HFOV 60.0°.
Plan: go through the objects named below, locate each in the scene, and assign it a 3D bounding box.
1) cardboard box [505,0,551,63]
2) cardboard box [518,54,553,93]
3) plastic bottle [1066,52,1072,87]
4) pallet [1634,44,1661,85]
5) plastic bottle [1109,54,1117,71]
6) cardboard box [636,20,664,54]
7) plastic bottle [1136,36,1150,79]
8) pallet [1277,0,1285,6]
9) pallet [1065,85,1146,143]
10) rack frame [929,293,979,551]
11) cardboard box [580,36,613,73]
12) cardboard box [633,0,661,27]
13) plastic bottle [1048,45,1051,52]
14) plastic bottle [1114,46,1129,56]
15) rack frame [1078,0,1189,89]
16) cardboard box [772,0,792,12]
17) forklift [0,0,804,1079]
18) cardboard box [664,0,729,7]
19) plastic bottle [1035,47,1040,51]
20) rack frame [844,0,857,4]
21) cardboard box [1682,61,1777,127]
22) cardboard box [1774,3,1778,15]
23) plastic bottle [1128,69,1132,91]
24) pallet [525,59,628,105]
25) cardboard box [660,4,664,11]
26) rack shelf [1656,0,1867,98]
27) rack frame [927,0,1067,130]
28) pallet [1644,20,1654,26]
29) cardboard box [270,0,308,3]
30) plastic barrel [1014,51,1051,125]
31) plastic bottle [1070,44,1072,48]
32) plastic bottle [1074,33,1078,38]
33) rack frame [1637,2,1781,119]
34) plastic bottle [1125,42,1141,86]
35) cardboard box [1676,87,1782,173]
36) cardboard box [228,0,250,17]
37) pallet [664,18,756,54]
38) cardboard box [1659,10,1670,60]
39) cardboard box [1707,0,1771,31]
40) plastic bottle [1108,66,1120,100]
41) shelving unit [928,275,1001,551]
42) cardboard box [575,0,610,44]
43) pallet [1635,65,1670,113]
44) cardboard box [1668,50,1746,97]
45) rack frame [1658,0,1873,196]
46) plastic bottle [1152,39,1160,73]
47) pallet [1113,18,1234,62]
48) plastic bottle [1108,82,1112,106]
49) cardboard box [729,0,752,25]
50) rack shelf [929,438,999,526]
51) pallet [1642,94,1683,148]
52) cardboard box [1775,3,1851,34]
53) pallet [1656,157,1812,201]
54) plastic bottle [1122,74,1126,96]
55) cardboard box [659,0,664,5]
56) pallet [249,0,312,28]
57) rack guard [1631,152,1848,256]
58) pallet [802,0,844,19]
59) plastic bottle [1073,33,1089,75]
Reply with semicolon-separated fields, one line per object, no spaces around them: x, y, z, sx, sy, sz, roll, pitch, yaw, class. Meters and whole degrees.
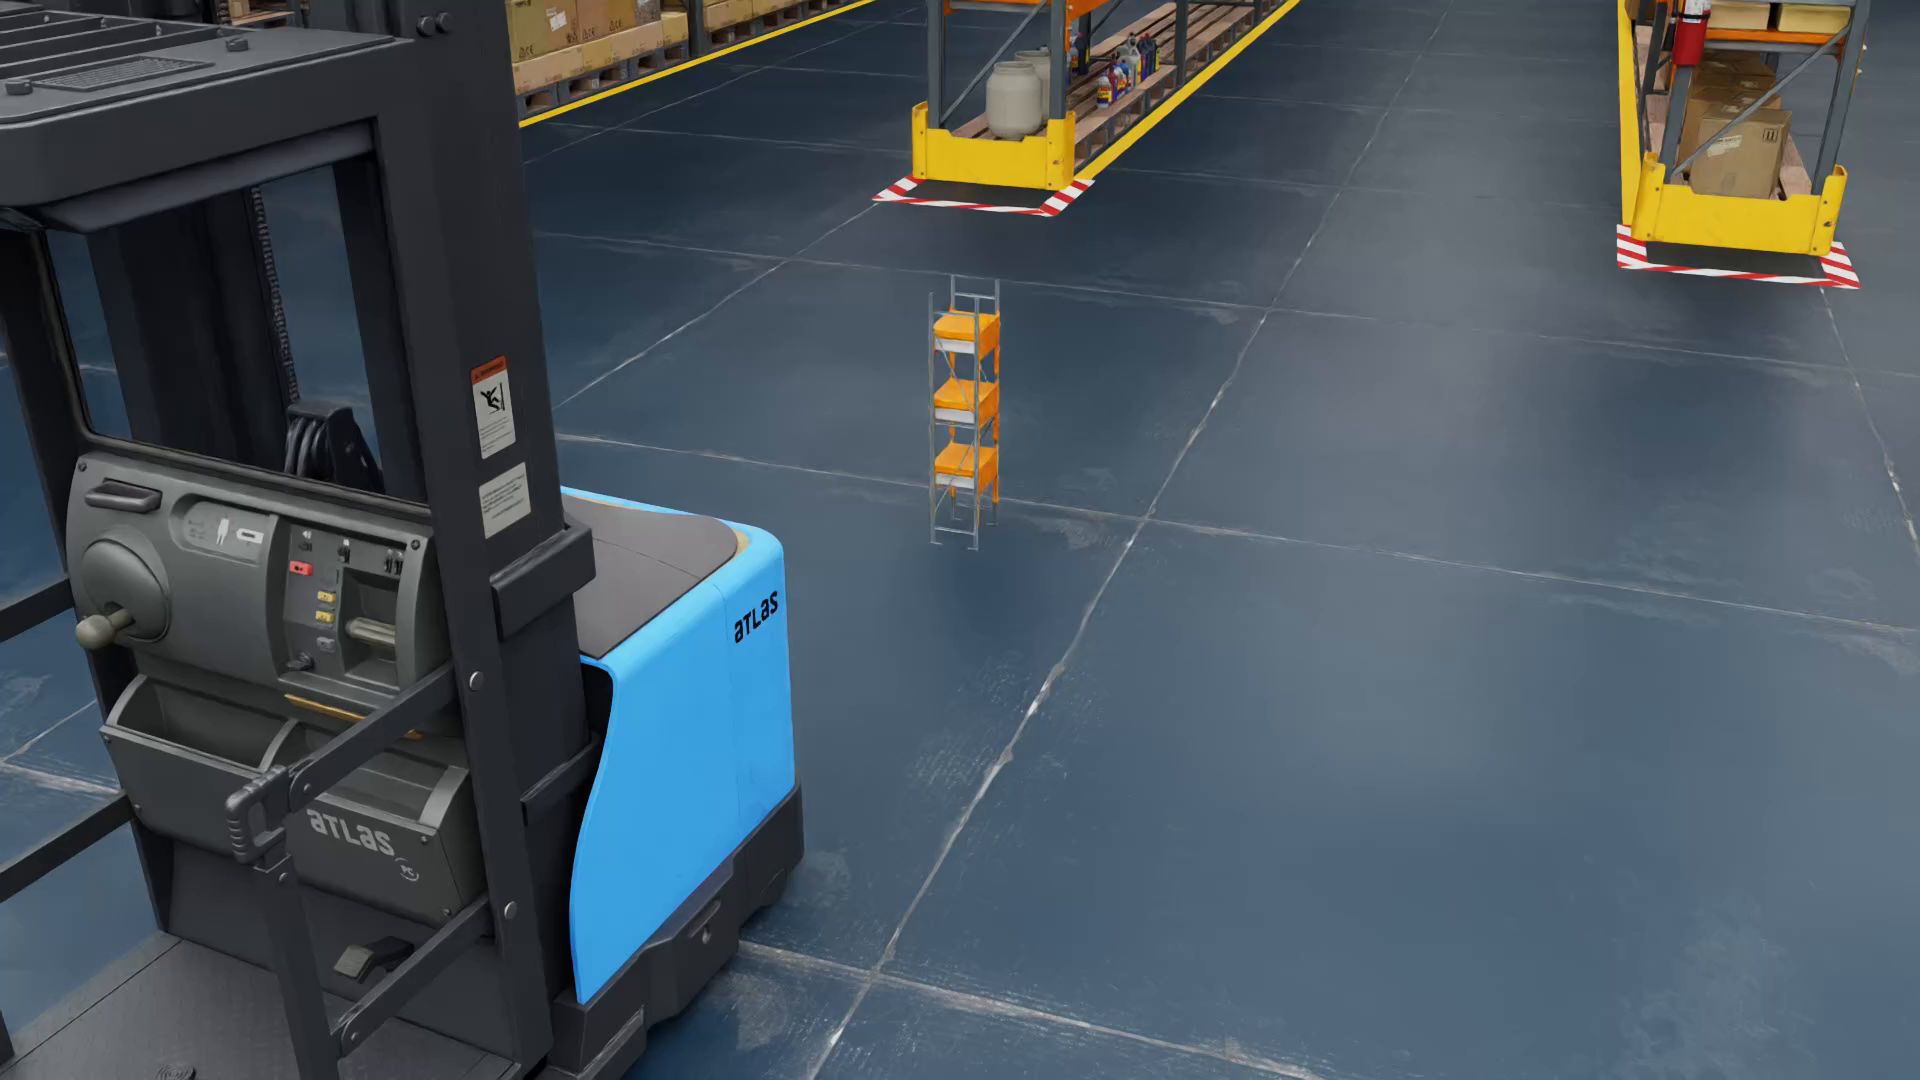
-3.858;-4.369;14.145;0.500;0.500;0.500;9;27;17;cardboard box
-3.859;-4.032;14.309;0.500;0.250;0.500;9;27;17;cardboard box
0.874;-4.048;14.288;0.152;0.276;0.135;9;27;17;plastic bottle
6.923;-4.460;15.720;1.003;0.211;1.213;9;27;17;pallet
1.318;-4.017;14.216;0.061;0.283;0.133;9;27;17;plastic bottle
-3.203;-4.855;16.010;0.500;0.250;0.500;9;27;17;cardboard box
1.584;-4.231;14.581;0.144;0.351;0.185;7;27;15;plastic bottle
3.552;-6.829;20.612;1.003;0.211;1.213;9;27;17;pallet
0.923;-3.582;13.907;1.003;0.211;1.213;9;27;17;pallet
-0.023;-0.444;6.463;0.200;1.050;0.008;9;27;17;rack frame
-3.522;-4.442;15.156;0.500;0.250;0.500;9;27;17;cardboard box
-3.205;-5.193;15.847;0.500;0.500;0.500;9;27;17;cardboard box
0.773;-4.175;14.543;0.061;0.283;0.133;10;28;20;plastic bottle
1.436;-4.208;14.620;0.152;0.276;0.135;9;27;17;plastic bottle
1.590;-5.610;14.896;1.000;3.000;0.127;9;27;17;rack frame
-2.200;-6.044;18.464;0.500;0.250;0.500;9;27;18;cardboard box
-1.520;0.118;3.144;1.130;2.935;3.031;11;28;22;forklift
-2.707;-5.668;17.044;0.500;0.311;0.500;9;27;18;cardboard box
0.664;-4.016;14.137;0.144;0.351;0.185;10;28;20;plastic bottle
-1.748;-7.974;19.777;1.000;3.000;0.127;9;27;17;rack frame
5.774;-3.295;12.499;0.500;0.500;0.500;6;27;13;cardboard box
5.448;-3.418;10.656;0.380;0.149;0.250;9;27;17;cardboard box
1.405;-3.912;14.094;0.097;0.201;0.097;0;26;0;plastic bottle
-3.788;-4.252;15.289;1.003;0.211;1.213;9;27;17;pallet
-3.215;-5.494;17.329;0.500;0.250;0.500;8;27;17;cardboard box
5.595;-3.747;11.871;1.077;0.370;4.000;9;27;17;rack shelf
0.259;-3.967;11.501;1.000;3.000;0.127;9;27;17;rack frame
7.926;-5.594;18.061;1.003;0.211;1.213;9;27;17;pallet
-7.523;-6.425;18.941;0.700;0.500;0.500;10;27;19;cardboard box
0.573;-3.523;12.958;0.421;0.512;0.421;0;26;0;plastic barrel
0.930;-4.345;14.816;0.144;0.351;0.185;10;27;19;plastic bottle
1.071;-4.513;15.255;0.097;0.271;0.097;0;26;0;plastic bottle
6.261;-4.892;13.412;1.000;3.000;0.127;9;27;17;rack frame
1.477;-4.098;14.307;0.144;0.351;0.185;9;27;17;plastic bottle
5.320;-2.817;11.513;0.500;0.500;0.500;17;30;31;cardboard box
-7.902;-5.746;17.921;0.380;0.166;0.250;5;26;11;cardboard box
-2.871;-5.384;17.627;1.003;0.211;1.213;9;27;17;pallet
6.848;-4.638;15.250;0.700;0.500;0.500;6;27;13;cardboard box
4.830;-3.282;10.376;0.380;0.149;0.250;9;27;17;cardboard box
1.271;-3.777;13.736;0.097;0.271;0.097;0;26;0;plastic bottle
0.018;-0.495;6.567;0.215;1.050;0.252;9;27;17;shelving unit
-3.521;-4.780;14.992;0.500;0.500;0.500;9;27;17;cardboard box
6.519;-3.957;14.681;1.003;0.211;1.213;9;27;17;pallet
6.090;-3.798;13.538;0.500;0.500;0.500;8;27;16;cardboard box
4.930;-3.248;10.017;1.000;3.000;0.127;9;27;17;rack frame
1.741;-4.340;14.885;0.061;0.283;0.133;10;28;20;plastic bottle
2.219;-5.187;17.220;1.003;0.211;1.213;9;27;17;pallet
1.191;-3.648;13.548;0.097;0.201;0.097;0;26;0;plastic bottle
-2.540;-5.621;17.592;0.500;0.250;0.500;9;27;19;cardboard box
0.018;-0.235;6.692;0.215;0.259;0.240;9;27;17;rack shelf
6.071;-3.356;13.439;1.003;0.211;1.213;9;27;17;pallet
5.250;-3.218;10.242;0.380;0.149;0.250;9;27;17;cardboard box
5.259;-2.353;11.368;1.003;0.211;1.213;9;27;17;pallet
1.337;-3.828;13.920;0.097;0.201;0.097;0;26;0;plastic bottle
-3.215;-5.742;17.197;0.500;0.311;0.500;9;27;17;cardboard box
-7.494;-6.112;19.132;1.003;0.211;1.213;9;27;17;pallet
4.955;-2.155;10.626;1.175;0.500;0.348;9;27;17;rack guard
-2.059;-6.386;19.698;1.003;0.211;1.213;9;27;17;pallet
1.066;-4.324;14.773;0.144;0.351;0.185;9;27;17;plastic bottle
